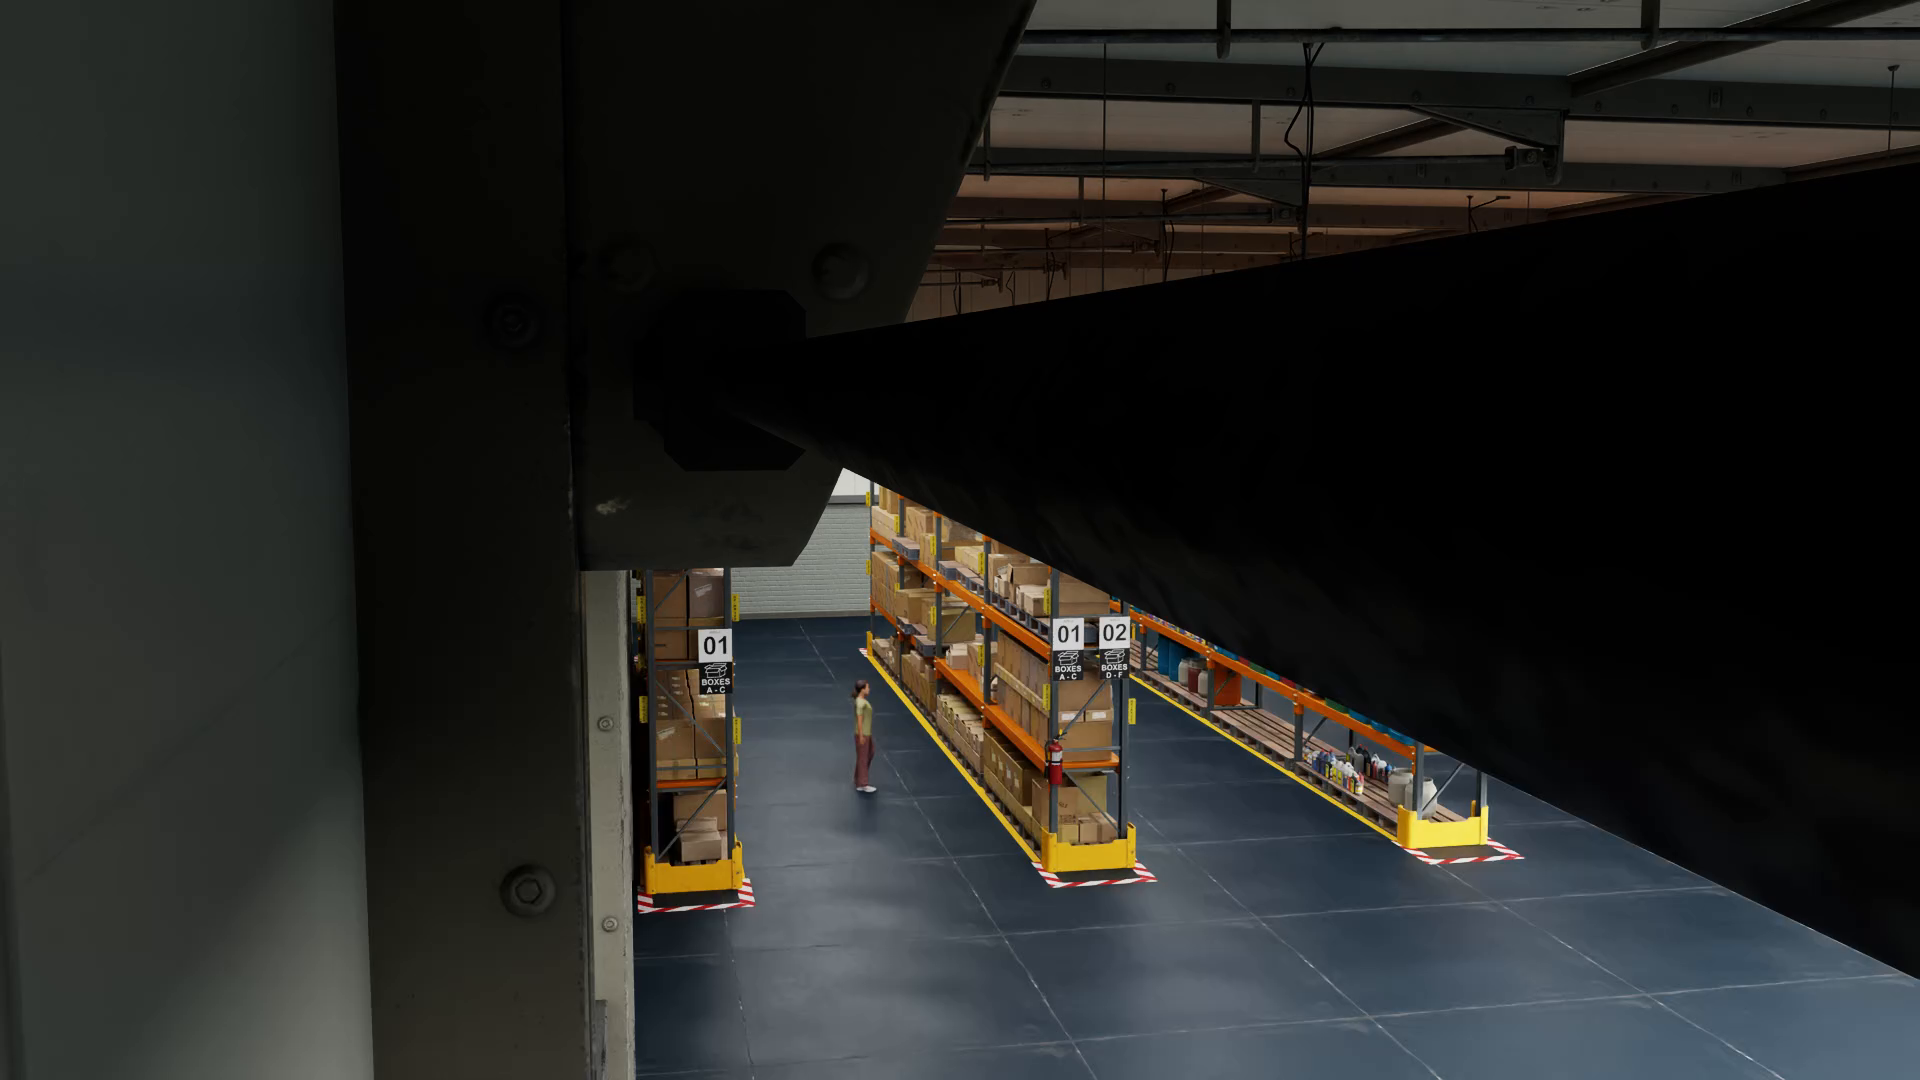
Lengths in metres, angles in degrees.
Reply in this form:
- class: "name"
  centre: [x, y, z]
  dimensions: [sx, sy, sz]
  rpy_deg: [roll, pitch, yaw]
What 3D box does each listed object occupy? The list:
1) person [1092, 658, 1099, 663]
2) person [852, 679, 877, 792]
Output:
- class: "person"
  centre: [2.164, 2.700, 27.127]
  dimensions: [0.492, 1.602, 1.047]
  rpy_deg: [3, 7, 26]
- class: "person"
  centre: [-1.444, 2.925, 24.858]
  dimensions: [0.376, 1.705, 0.518]
  rpy_deg: [-1, 6, -5]
